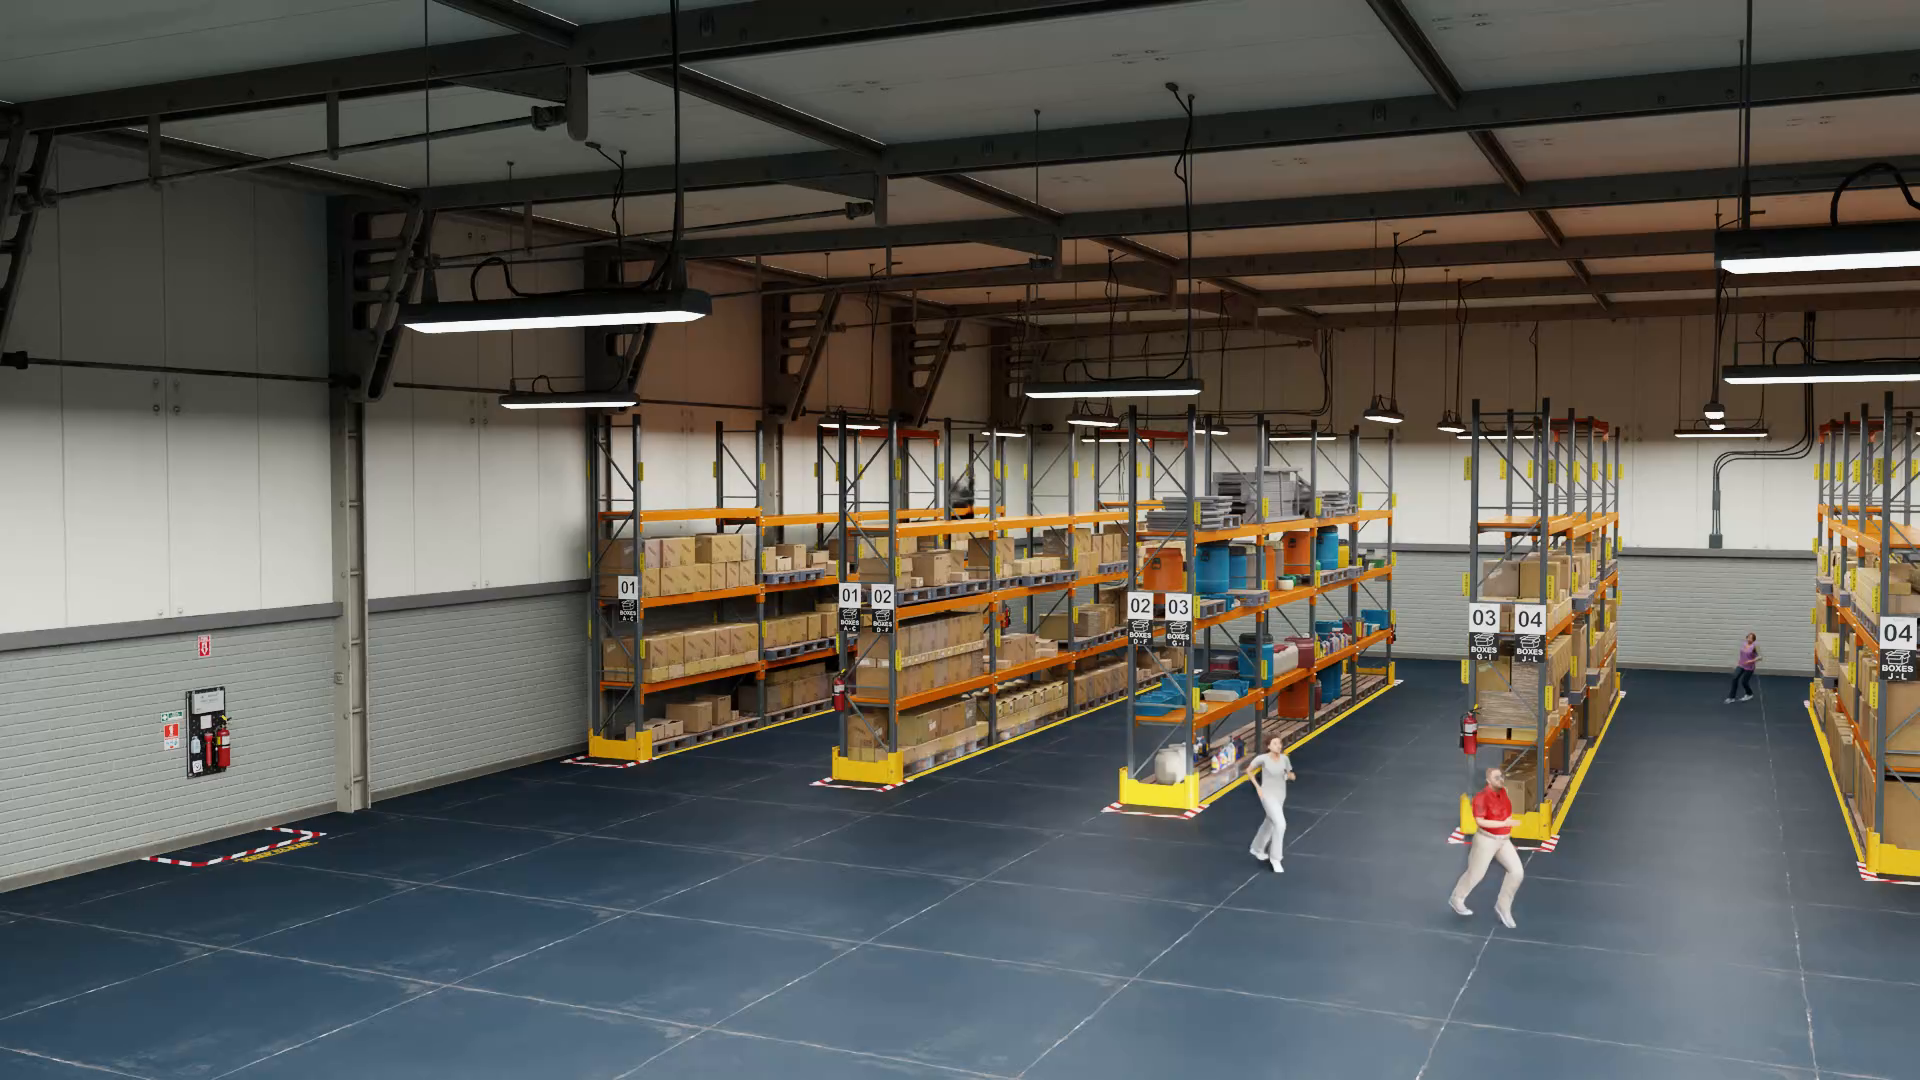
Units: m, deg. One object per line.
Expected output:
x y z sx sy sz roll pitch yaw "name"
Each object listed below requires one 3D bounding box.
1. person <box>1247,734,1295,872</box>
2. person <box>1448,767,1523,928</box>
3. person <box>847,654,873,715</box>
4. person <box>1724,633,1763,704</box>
3.960 3.311 21.066 0.537 1.730 0.755 -1 3 -29 "person"
5.888 3.392 18.437 0.673 1.777 0.911 -1 3 -30 "person"
-1.775 2.908 30.268 0.694 1.718 0.693 1 2 16 "person"
16.971 2.769 35.816 0.756 1.565 0.639 -1 3 -30 "person"
